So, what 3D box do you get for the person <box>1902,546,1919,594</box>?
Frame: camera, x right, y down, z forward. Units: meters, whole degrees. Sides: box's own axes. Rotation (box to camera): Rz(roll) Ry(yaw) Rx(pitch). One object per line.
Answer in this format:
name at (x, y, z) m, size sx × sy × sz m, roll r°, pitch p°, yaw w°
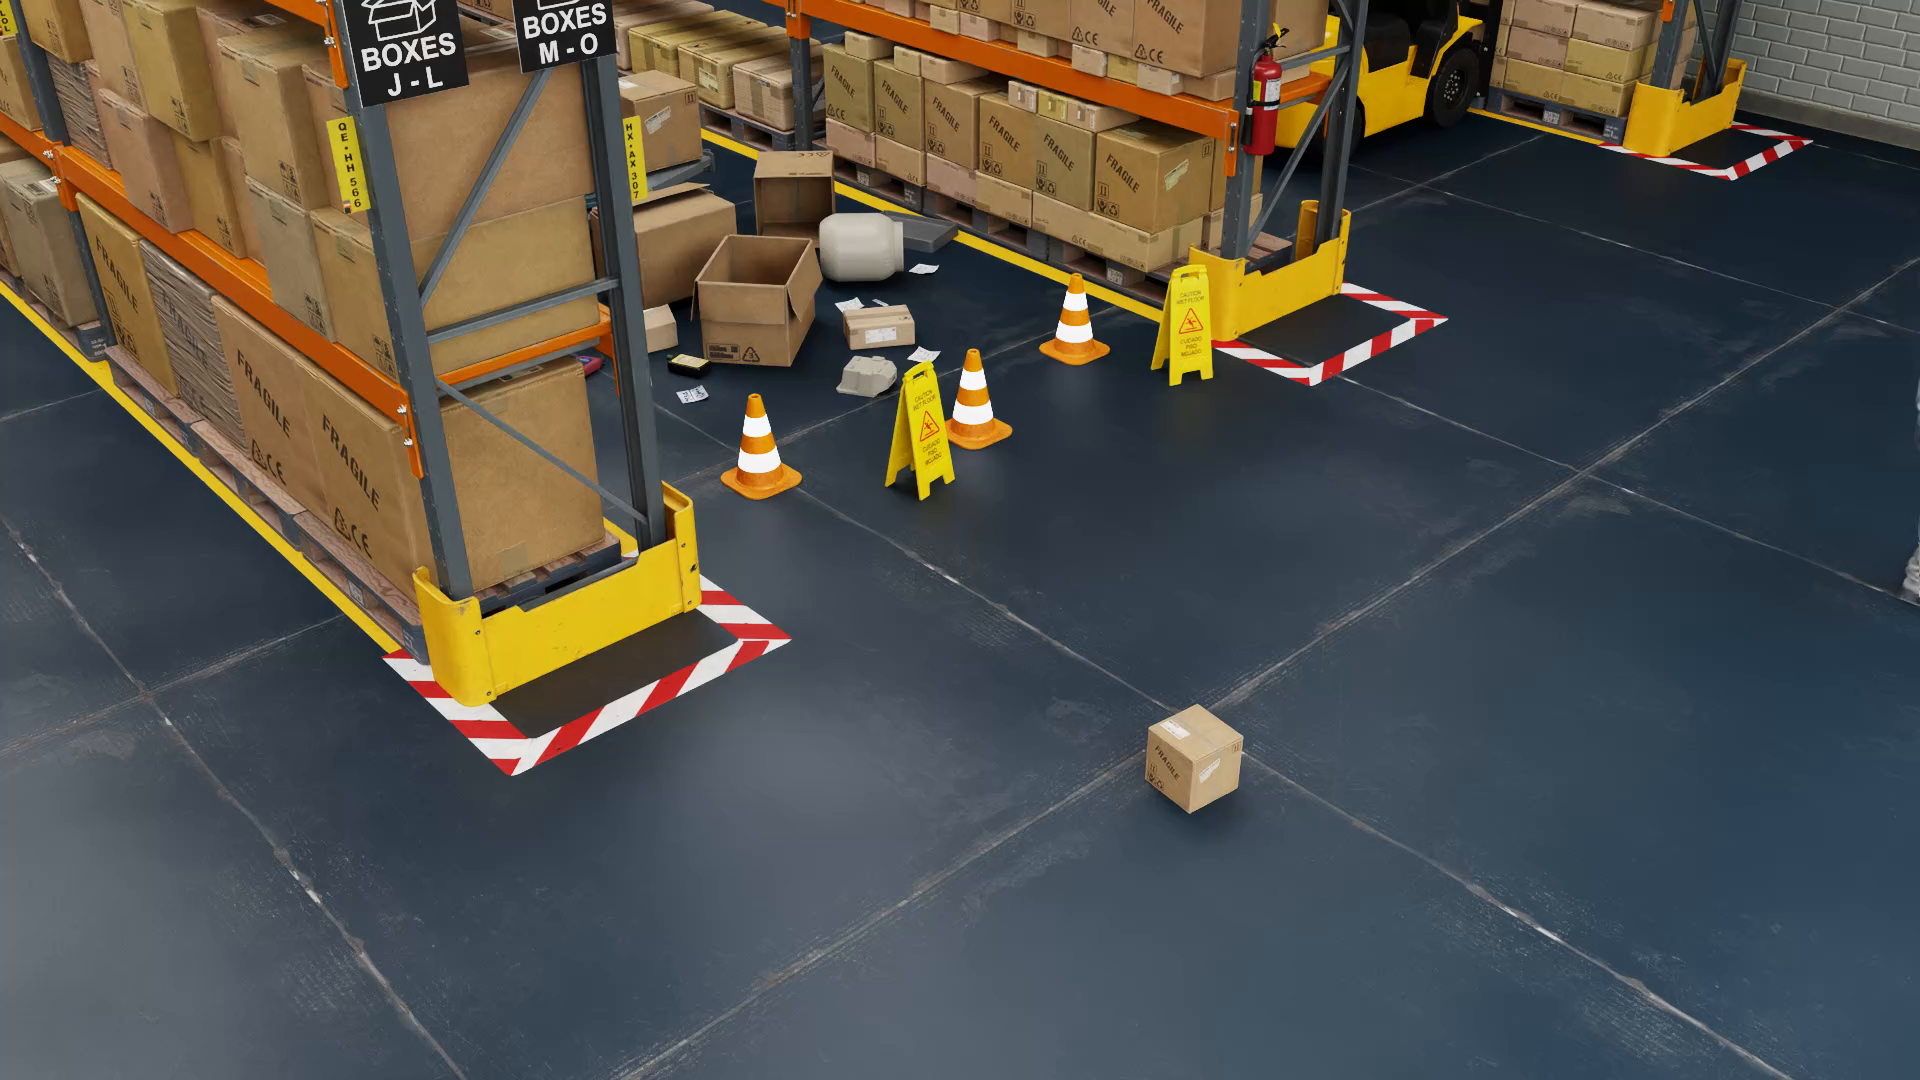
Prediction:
person at (4.650, -0.528, 6.957) m, size 1.030 × 1.712 × 0.535 m, roll -8°, pitch 32°, yaw -12°
